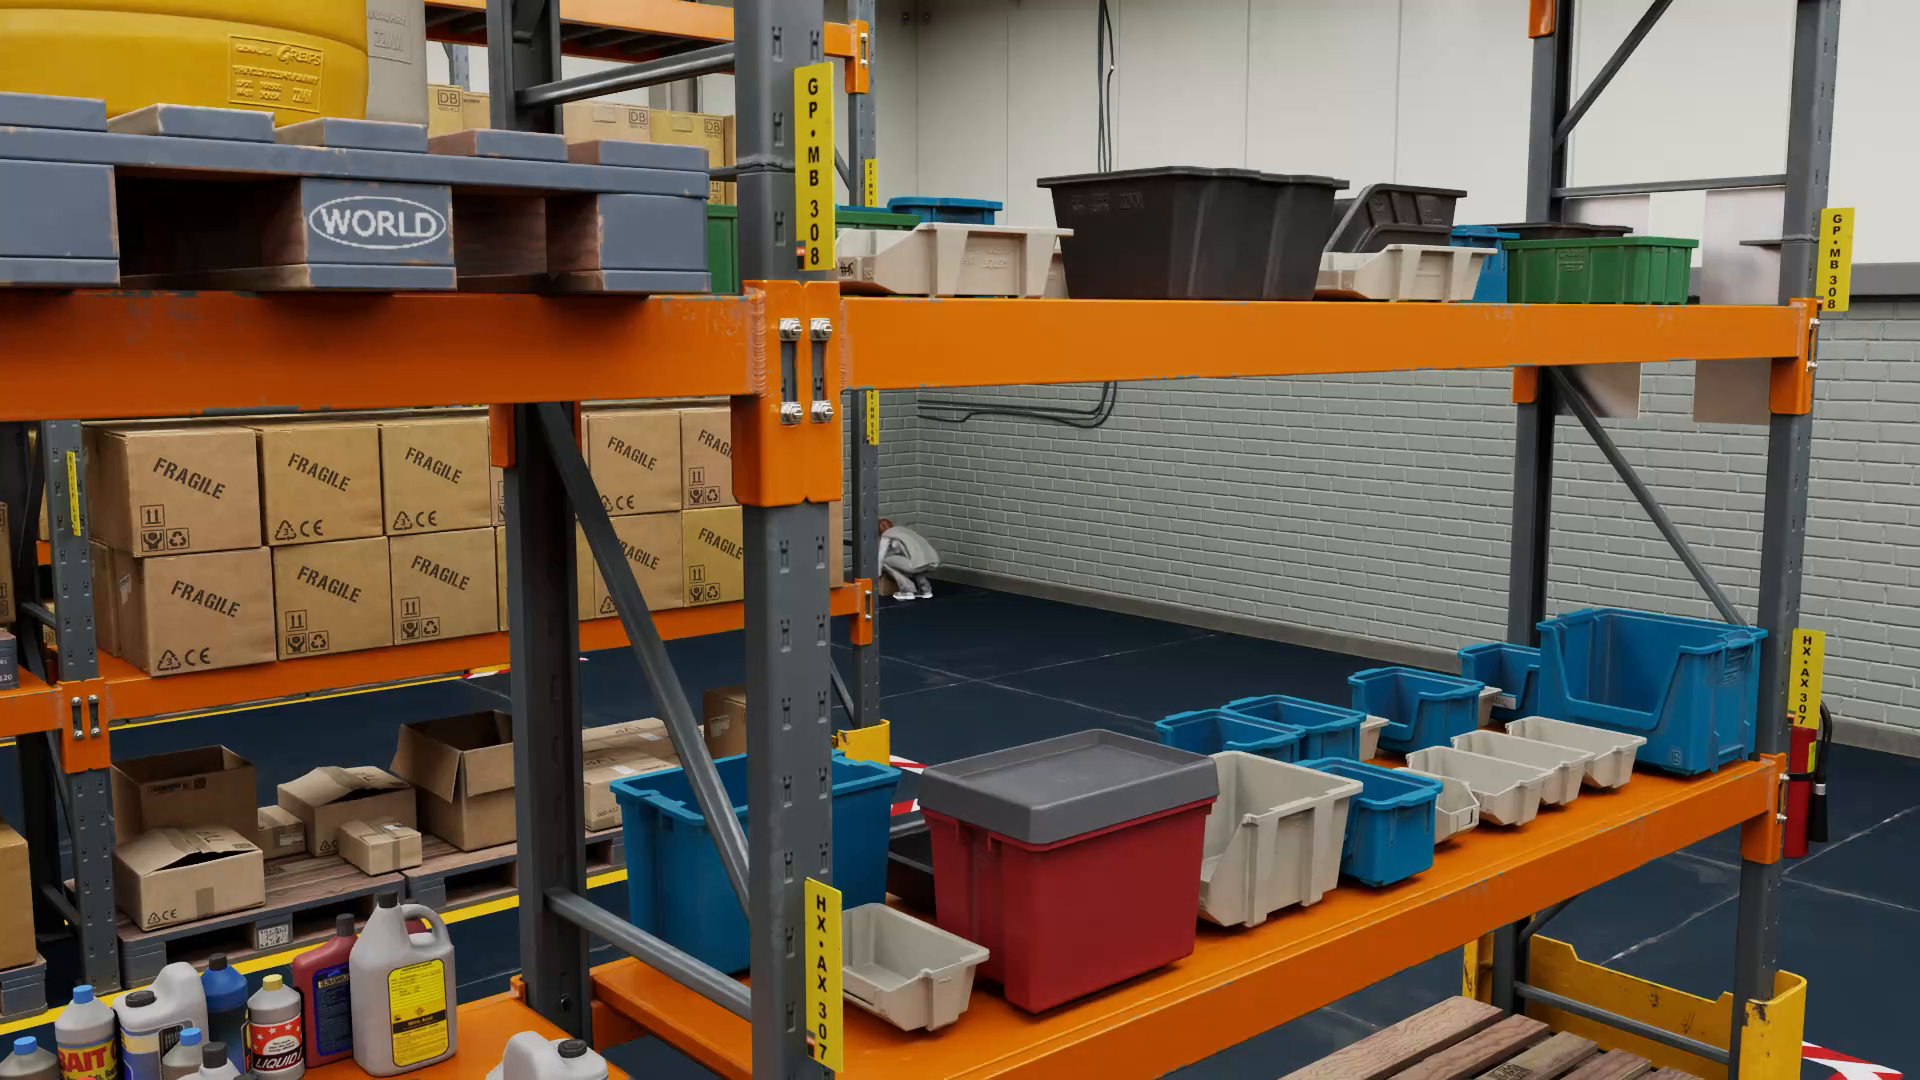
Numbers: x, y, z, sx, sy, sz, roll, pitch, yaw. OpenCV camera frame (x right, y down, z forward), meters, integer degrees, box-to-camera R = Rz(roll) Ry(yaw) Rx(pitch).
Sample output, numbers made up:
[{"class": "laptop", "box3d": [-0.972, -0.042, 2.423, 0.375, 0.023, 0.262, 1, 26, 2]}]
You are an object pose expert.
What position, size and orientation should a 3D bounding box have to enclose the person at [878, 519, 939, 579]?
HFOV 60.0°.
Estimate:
[{"class": "person", "box3d": [-0.561, 0.196, 16.532, 0.392, 0.768, 0.791, -7, 10, -41]}]
